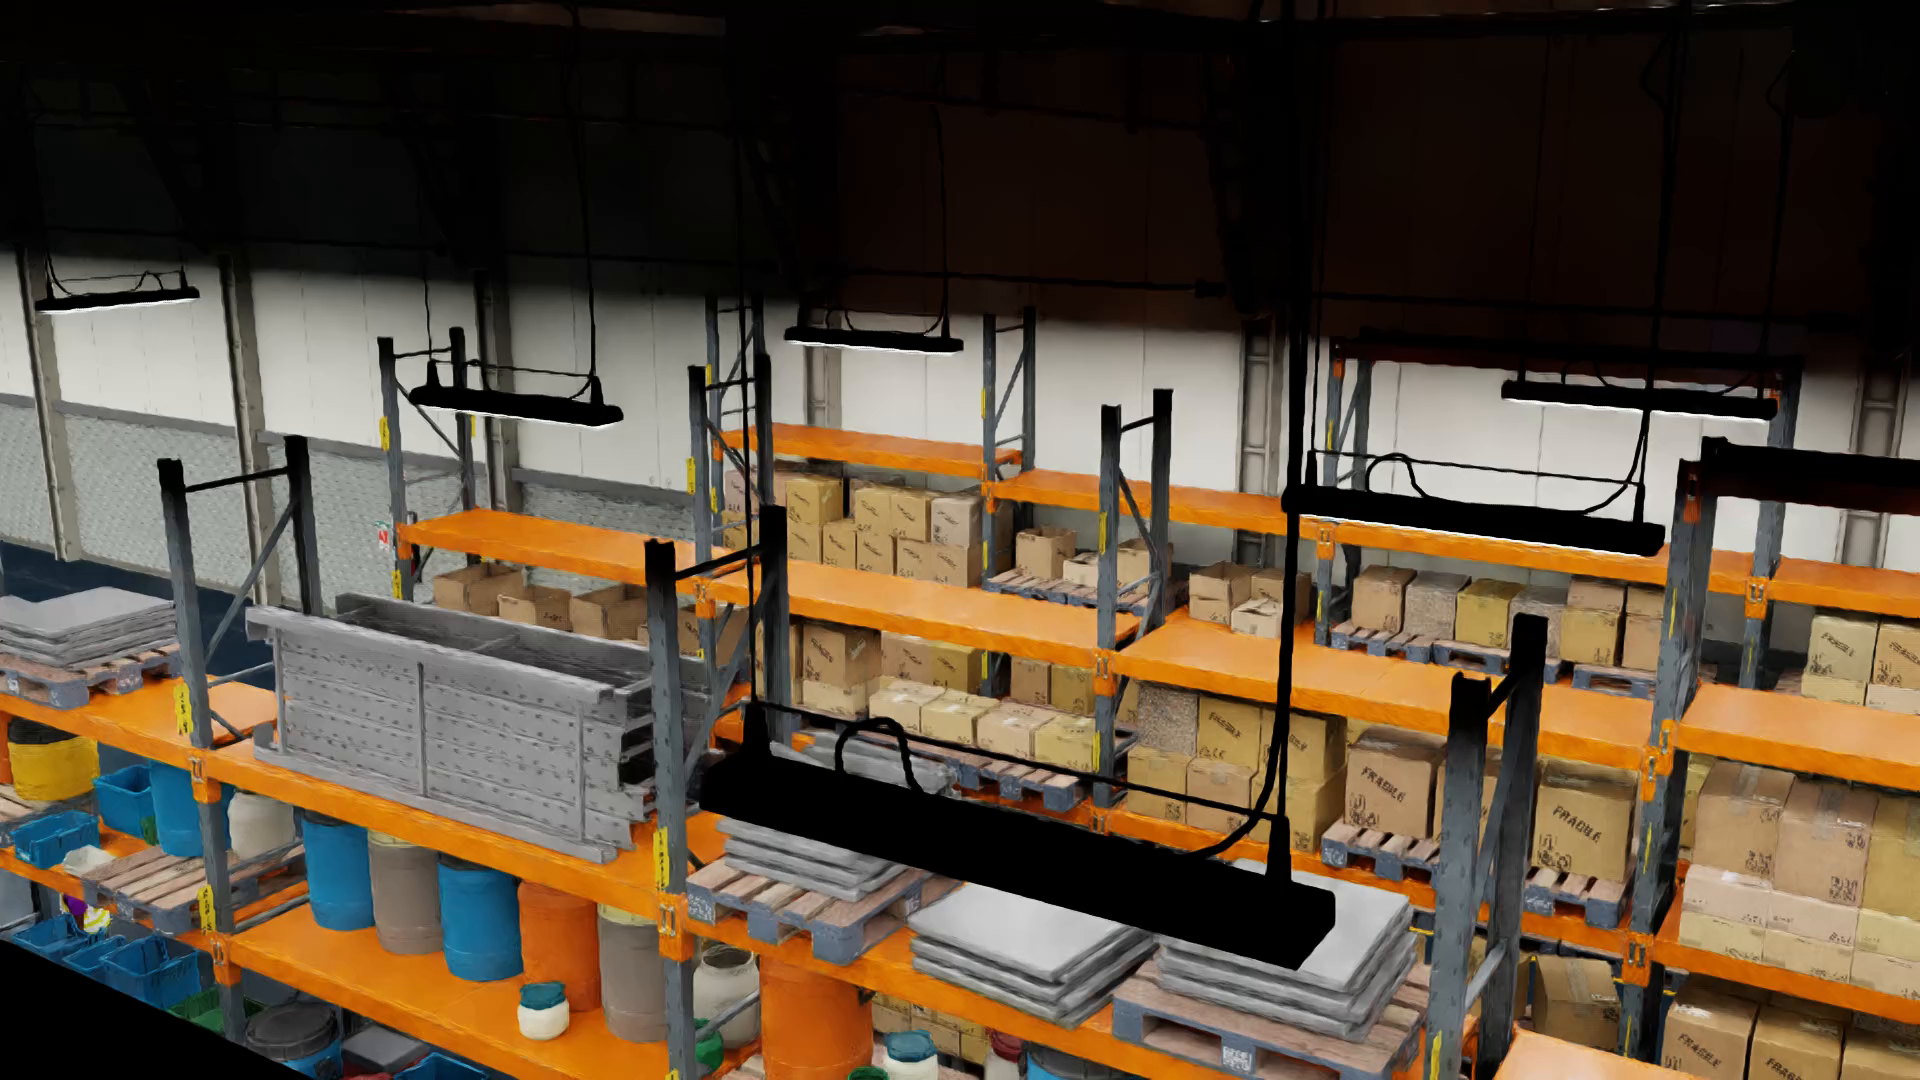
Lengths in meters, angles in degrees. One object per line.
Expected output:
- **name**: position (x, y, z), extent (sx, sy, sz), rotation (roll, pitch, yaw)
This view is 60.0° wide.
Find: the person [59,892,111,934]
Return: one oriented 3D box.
- **person**: position (-7.928, 3.544, 15.281), extent (0.534, 1.750, 0.737), rotation (-2, 14, -6)
